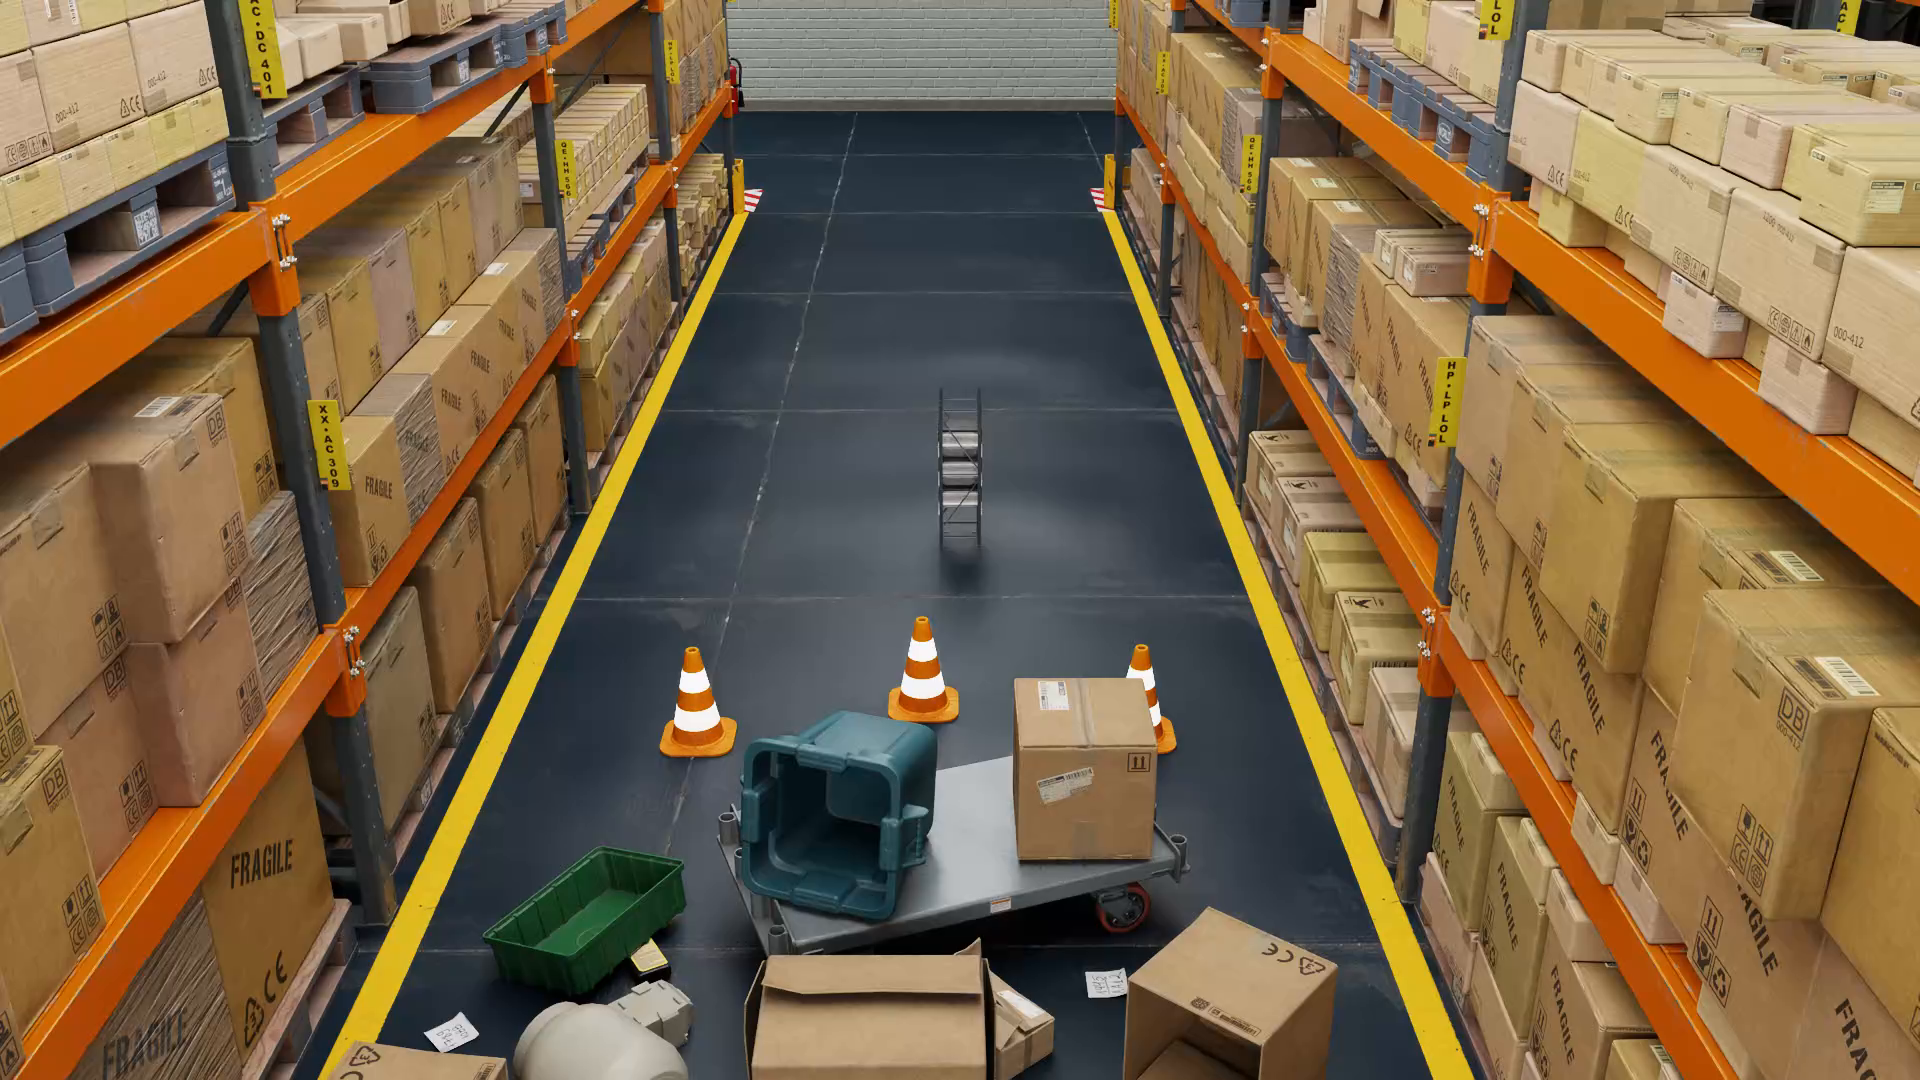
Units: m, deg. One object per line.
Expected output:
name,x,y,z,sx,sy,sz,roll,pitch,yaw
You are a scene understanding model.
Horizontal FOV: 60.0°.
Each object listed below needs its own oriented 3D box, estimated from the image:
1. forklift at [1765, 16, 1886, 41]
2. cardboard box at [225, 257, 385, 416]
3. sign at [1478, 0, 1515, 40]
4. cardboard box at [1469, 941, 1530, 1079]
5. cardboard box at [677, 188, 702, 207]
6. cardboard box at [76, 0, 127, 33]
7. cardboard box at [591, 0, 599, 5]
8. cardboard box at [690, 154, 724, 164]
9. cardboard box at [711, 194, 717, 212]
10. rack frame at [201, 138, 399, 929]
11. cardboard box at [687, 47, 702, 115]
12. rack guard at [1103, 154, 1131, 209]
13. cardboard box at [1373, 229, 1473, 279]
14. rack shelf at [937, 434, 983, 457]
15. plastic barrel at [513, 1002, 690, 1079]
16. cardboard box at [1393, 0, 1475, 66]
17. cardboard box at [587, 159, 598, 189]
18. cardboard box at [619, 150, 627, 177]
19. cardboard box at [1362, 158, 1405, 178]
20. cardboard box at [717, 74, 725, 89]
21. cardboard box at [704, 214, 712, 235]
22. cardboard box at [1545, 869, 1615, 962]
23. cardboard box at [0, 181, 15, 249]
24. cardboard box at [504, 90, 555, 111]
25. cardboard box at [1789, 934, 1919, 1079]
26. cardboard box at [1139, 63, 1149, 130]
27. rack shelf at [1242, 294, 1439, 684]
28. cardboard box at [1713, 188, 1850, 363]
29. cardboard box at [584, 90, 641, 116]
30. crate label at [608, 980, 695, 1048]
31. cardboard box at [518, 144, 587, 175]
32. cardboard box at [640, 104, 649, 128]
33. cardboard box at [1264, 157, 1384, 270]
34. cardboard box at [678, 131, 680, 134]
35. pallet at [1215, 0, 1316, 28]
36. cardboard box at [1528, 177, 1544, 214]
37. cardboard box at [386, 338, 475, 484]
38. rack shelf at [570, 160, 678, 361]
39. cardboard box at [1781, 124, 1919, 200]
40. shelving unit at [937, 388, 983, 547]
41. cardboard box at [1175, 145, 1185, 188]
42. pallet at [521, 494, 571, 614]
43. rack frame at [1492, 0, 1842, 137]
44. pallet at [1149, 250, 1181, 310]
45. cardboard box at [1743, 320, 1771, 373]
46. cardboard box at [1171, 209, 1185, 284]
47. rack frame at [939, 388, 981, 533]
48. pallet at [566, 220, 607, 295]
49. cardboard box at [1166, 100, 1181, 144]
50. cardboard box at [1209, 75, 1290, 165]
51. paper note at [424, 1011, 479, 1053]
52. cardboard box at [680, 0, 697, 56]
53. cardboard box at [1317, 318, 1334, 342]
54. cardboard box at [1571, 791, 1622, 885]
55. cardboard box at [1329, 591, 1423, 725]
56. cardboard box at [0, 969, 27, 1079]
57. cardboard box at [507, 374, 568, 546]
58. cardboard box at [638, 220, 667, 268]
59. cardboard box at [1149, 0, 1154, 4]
forklift,4.774,-1.484,9.551,1.129,2.867,3.031,-1,24,-1
cardboard box,-2.726,-0.806,6.557,0.700,0.500,0.500,-1,24,-1
sign,1.687,-1.730,5.189,0.100,0.325,0.005,0,24,-1
cardboard box,1.995,1.574,5.457,0.500,0.250,0.500,1,24,2
cardboard box,-2.582,-3.135,15.269,0.380,0.149,0.250,0,24,0
cardboard box,-2.379,-1.384,4.235,0.380,0.149,0.250,0,24,-1
cardboard box,-2.514,-3.597,10.302,0.500,0.500,0.500,0,24,-1
cardboard box,-2.579,-3.779,16.694,0.380,0.149,0.250,0,24,0
cardboard box,-2.521,-3.217,15.812,0.380,0.149,0.250,0,24,0
rack frame,-2.707,0.112,5.862,1.000,3.000,0.127,0,24,-1
cardboard box,-2.530,-3.982,14.433,0.500,0.500,0.500,-1,24,-2
rack guard,2.111,-3.768,17.474,1.175,0.500,0.348,0,24,-1
cardboard box,1.964,-1.206,6.997,0.380,0.149,0.250,-1,24,-3
rack shelf,0.000,-0.547,9.512,0.258,0.077,0.200,0,24,-1
plastic barrel,-1.161,1.746,5.375,0.512,0.421,0.421,19,30,35
cardboard box,2.085,-2.100,6.786,0.500,0.250,0.500,0,24,0
cardboard box,-2.571,-2.377,10.800,0.380,0.149,0.250,0,24,0
cardboard box,-2.577,-2.671,11.811,0.380,0.149,0.250,-1,24,-3
cardboard box,2.481,-1.787,9.068,0.500,0.500,0.500,-1,24,-2
cardboard box,-2.552,-4.585,16.553,0.380,0.149,0.250,0,24,0
cardboard box,-2.539,-2.975,15.638,0.380,0.149,0.250,0,24,0
cardboard box,1.933,1.091,4.827,0.380,0.149,0.250,1,24,2
cardboard box,-2.368,-0.704,3.700,0.380,0.149,0.250,0,24,-1
cardboard box,-3.241,-3.253,12.376,0.380,0.149,0.250,0,24,1
cardboard box,2.003,1.087,3.225,0.500,0.500,0.500,0,24,0
cardboard box,1.862,-3.903,14.618,0.500,0.500,0.500,-1,24,-1
rack shelf,2.220,-0.448,7.974,1.077,0.370,4.000,0,24,-1
cardboard box,1.988,-0.576,3.565,0.500,0.250,0.500,0,24,0
cardboard box,-2.591,-3.257,12.385,0.380,0.149,0.250,-1,24,-2
crate label,-1.097,1.685,5.859,0.298,0.136,0.250,-19,31,-36
cardboard box,-2.568,-2.396,10.482,0.380,0.149,0.250,-1,24,-3
cardboard box,-2.592,-3.234,12.694,0.380,0.149,0.250,0,24,1
cardboard box,1.972,-1.786,9.067,0.500,0.500,0.500,-1,24,-2
cardboard box,-2.600,-3.516,14.189,0.380,0.149,0.250,-1,24,-3
pallet,2.138,-3.146,9.655,1.213,0.211,1.003,1,24,2
cardboard box,1.997,-1.073,5.148,0.380,0.149,0.250,-1,24,-1
cardboard box,-2.453,-0.566,7.239,0.500,0.500,0.500,0,24,-1
rack shelf,-2.772,-2.033,11.477,1.077,0.370,4.000,0,24,-1
cardboard box,2.018,-0.796,3.567,0.380,0.149,0.250,0,24,0
shelving unit,0.000,-0.413,9.572,0.258,0.900,0.210,0,24,-1
cardboard box,1.902,-2.784,12.448,0.500,0.250,0.500,-1,24,-2
pallet,-2.817,0.059,9.362,1.003,0.211,1.213,0,24,-1
rack frame,2.242,-2.685,4.767,1.000,3.000,0.127,0,24,-1
pallet,2.224,-2.292,14.561,1.003,0.211,1.213,0,24,-1
cardboard box,2.016,-0.438,3.743,0.380,0.149,0.250,0,24,0
cardboard box,2.255,-2.532,14.307,0.875,0.438,0.875,-1,24,-1
rack frame,-0.001,-0.455,9.665,0.240,0.900,0.006,0,24,-1
pallet,-2.865,-1.742,10.194,1.213,0.211,1.003,0,24,-1
cardboard box,1.877,-3.225,12.817,0.500,0.250,0.500,-1,24,-2
cardboard box,1.918,-2.729,10.810,0.500,0.500,0.500,0,24,-1
paper note,-1.794,1.738,5.870,0.147,0.020,0.142,-19,31,-36
cardboard box,-2.551,-4.429,14.208,0.500,0.500,0.500,0,24,0
cardboard box,2.005,-1.100,8.338,0.380,0.149,0.250,1,24,3
cardboard box,1.929,0.821,4.600,0.380,0.149,0.250,0,24,0
cardboard box,2.222,0.542,7.591,0.950,0.372,0.625,1,24,3
cardboard box,-2.621,1.081,3.537,0.875,0.550,0.550,0,24,-1
cardboard box,-2.834,-0.451,9.328,1.050,0.750,0.750,-1,24,-1
cardboard box,-2.533,-2.273,12.749,0.500,0.250,0.500,-1,24,-2
cardboard box,1.864,-4.799,14.599,0.380,0.149,0.250,0,24,-1
